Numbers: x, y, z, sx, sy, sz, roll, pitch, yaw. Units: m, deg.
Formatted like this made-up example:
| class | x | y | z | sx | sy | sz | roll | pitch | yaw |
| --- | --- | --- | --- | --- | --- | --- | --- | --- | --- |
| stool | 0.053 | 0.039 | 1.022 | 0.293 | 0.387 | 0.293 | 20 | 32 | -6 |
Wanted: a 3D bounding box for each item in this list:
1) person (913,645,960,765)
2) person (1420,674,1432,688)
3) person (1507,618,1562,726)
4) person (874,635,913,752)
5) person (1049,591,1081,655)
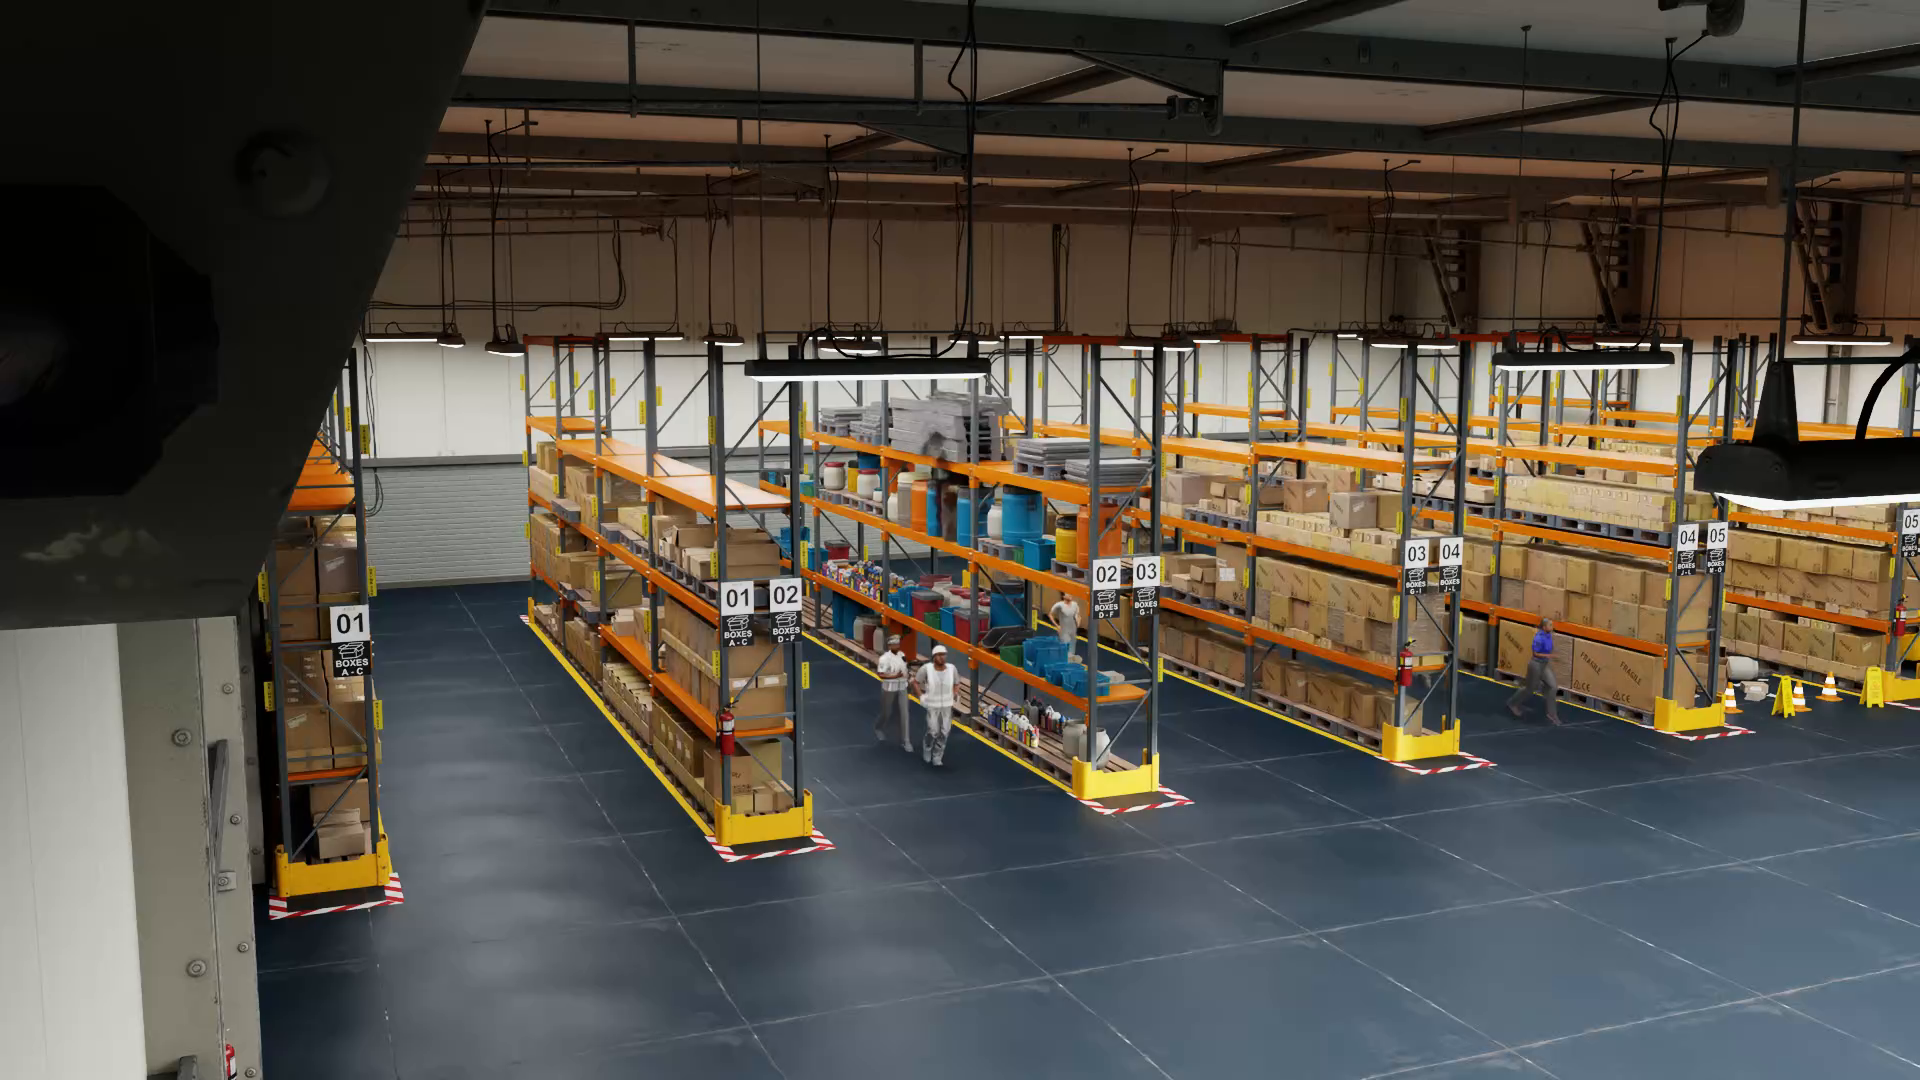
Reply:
| class | x | y | z | sx | sy | sz | roll | pitch | yaw |
| --- | --- | --- | --- | --- | --- | --- | --- | --- | --- |
| person | -0.288 | 2.347 | 23.465 | 0.657 | 1.734 | 0.576 | -2 | 8 | -18 |
| person | 7.884 | 1.661 | 28.847 | 0.671 | 1.793 | 0.926 | -4 | 9 | -27 |
| person | 9.095 | 2.044 | 26.221 | 0.923 | 1.692 | 0.600 | 7 | 11 | 44 |
| person | -0.966 | 2.214 | 24.554 | 0.575 | 1.685 | 0.938 | -4 | 9 | -28 |
| person | 1.854 | 1.640 | 29.142 | 0.570 | 1.672 | 0.805 | -4 | 9 | -27 |
